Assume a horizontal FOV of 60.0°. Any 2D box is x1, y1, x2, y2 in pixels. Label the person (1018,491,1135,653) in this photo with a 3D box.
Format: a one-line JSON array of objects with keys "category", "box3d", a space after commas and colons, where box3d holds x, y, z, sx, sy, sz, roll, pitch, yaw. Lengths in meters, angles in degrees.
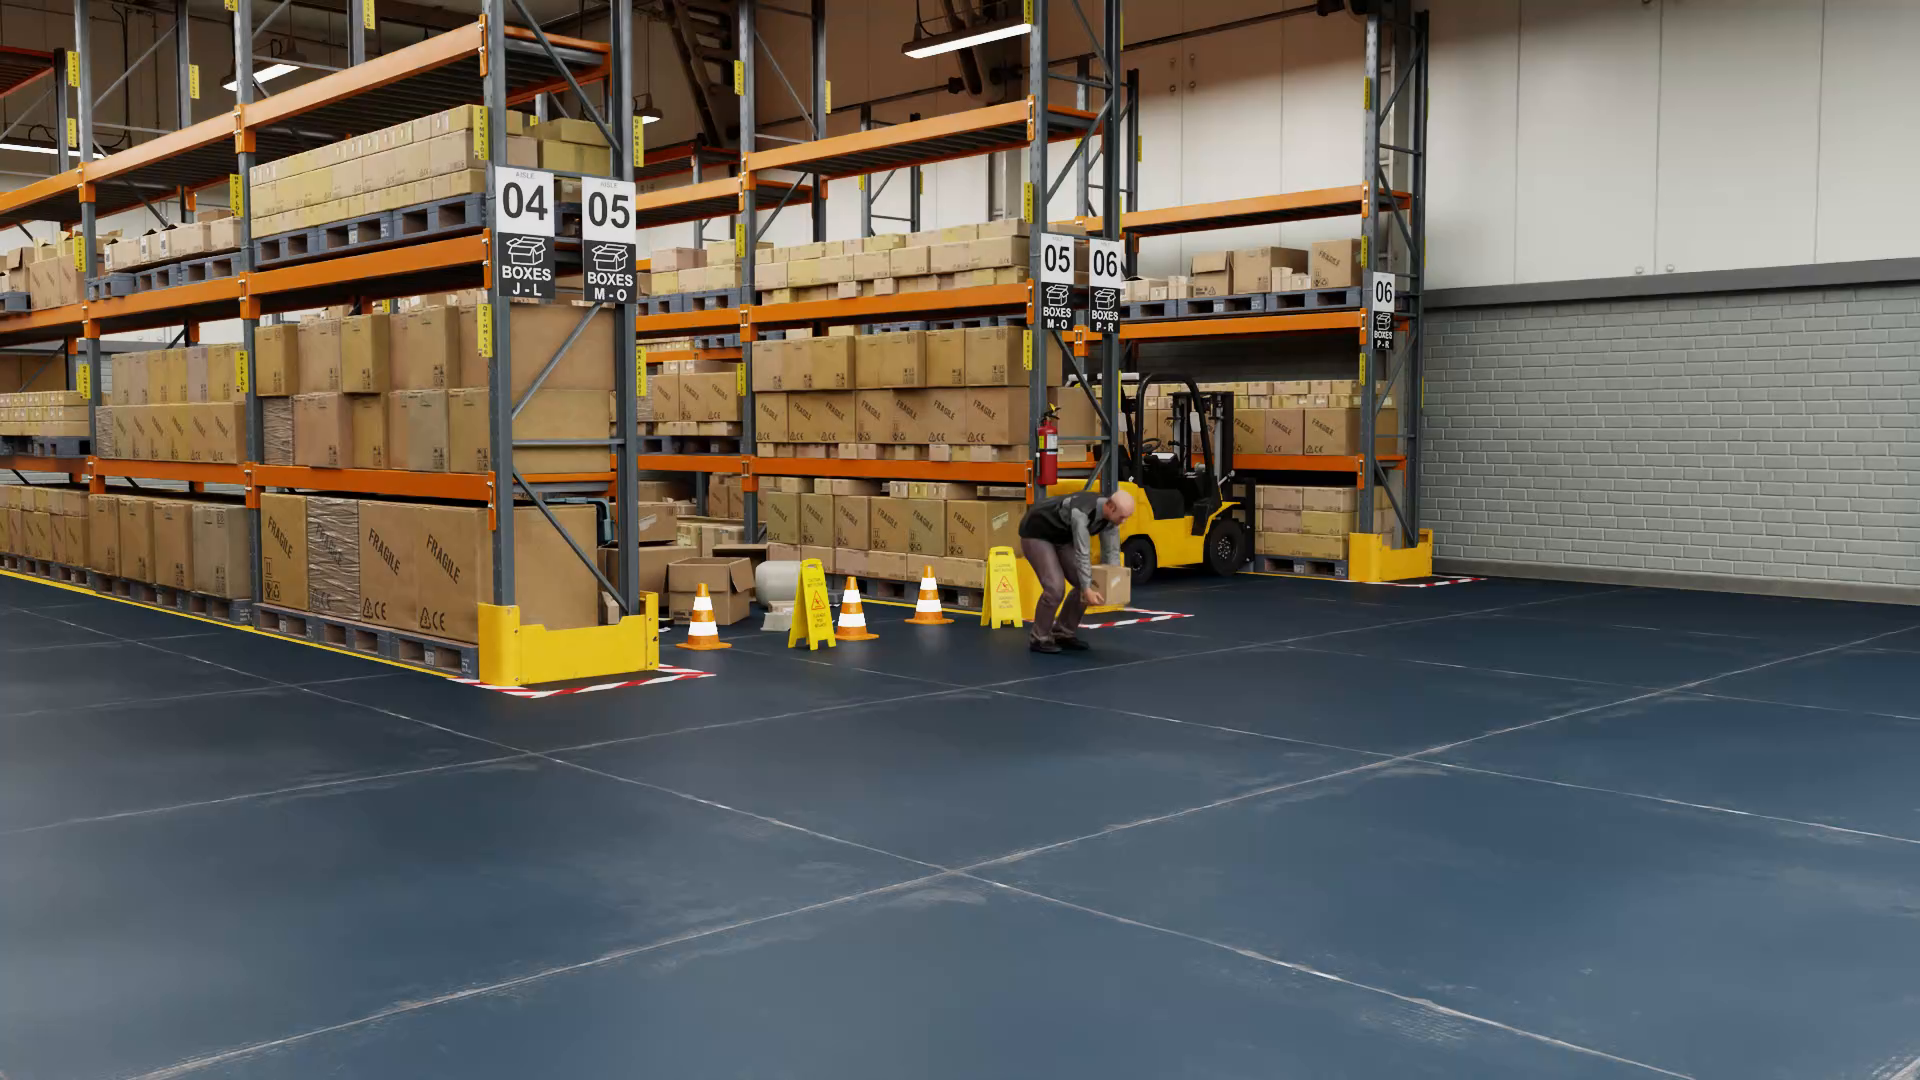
[{"category": "person", "box3d": [0.846, 0.224, 11.789, 0.937, 1.164, 0.485, 4, 5, 44]}]
